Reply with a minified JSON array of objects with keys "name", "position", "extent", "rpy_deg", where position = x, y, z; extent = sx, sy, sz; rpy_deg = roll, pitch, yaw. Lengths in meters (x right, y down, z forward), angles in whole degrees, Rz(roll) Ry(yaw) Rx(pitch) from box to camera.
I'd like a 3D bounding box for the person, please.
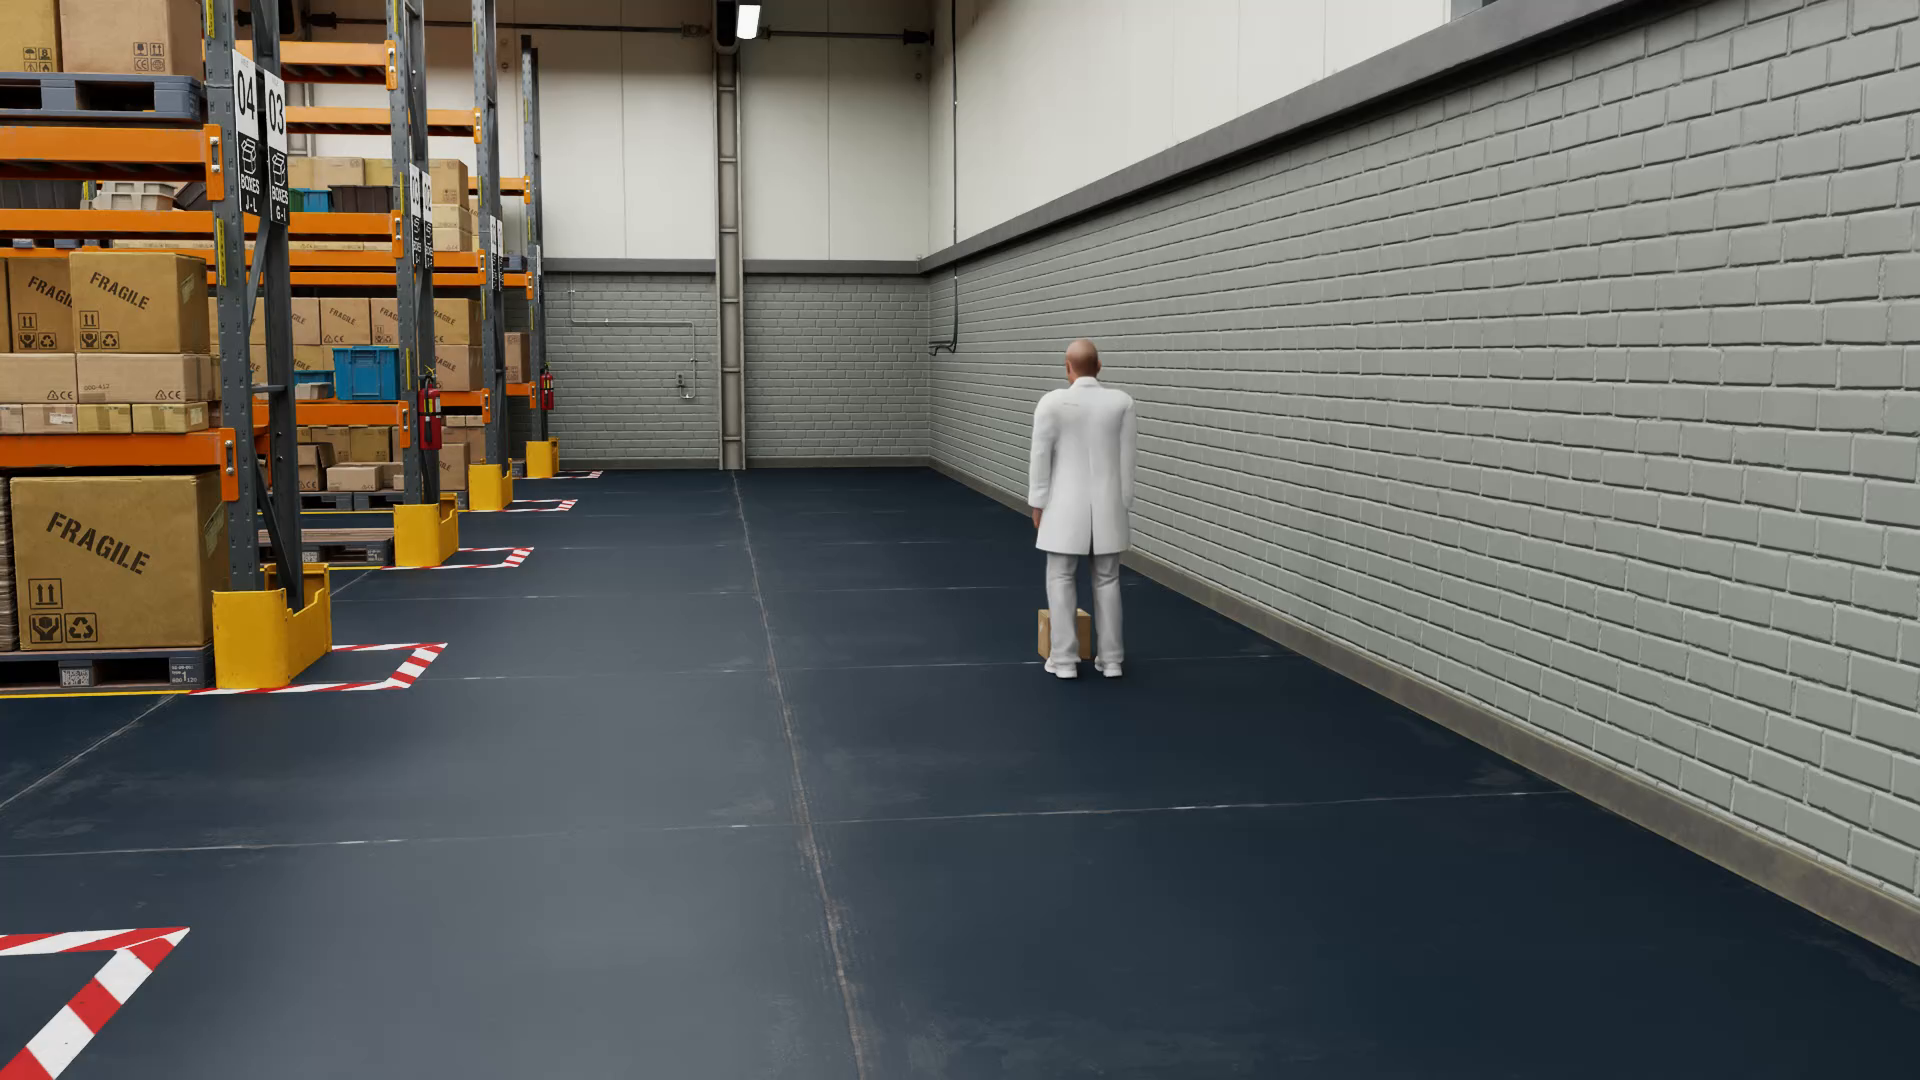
[{"name":"person","position":[0.639,-0.161,8.792],"extent":[0.564,1.769,0.377],"rpy_deg":[-1,6,-8]}]
